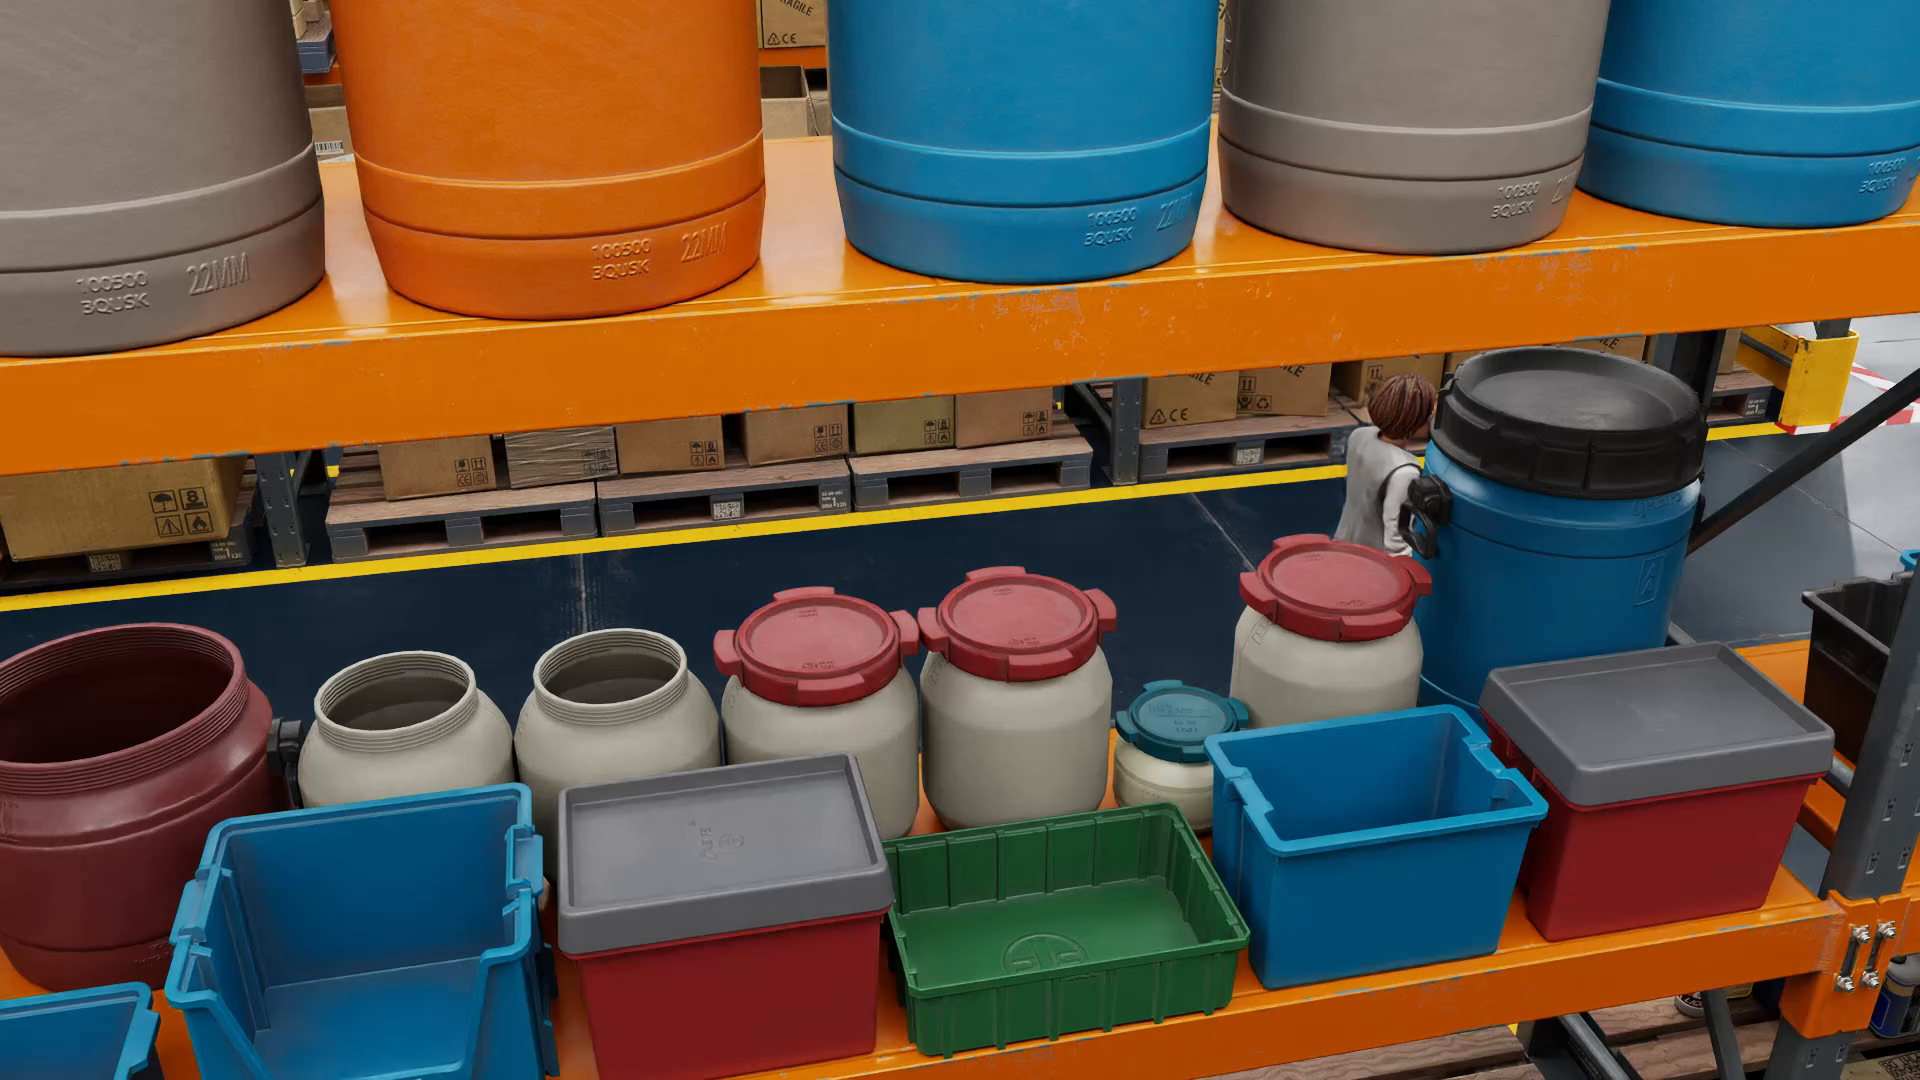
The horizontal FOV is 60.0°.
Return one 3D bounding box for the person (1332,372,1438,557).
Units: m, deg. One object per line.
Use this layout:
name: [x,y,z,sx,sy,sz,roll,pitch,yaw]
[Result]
person: [1.366,0.169,5.750,0.467,1.591,0.445,-5,27,-9]
